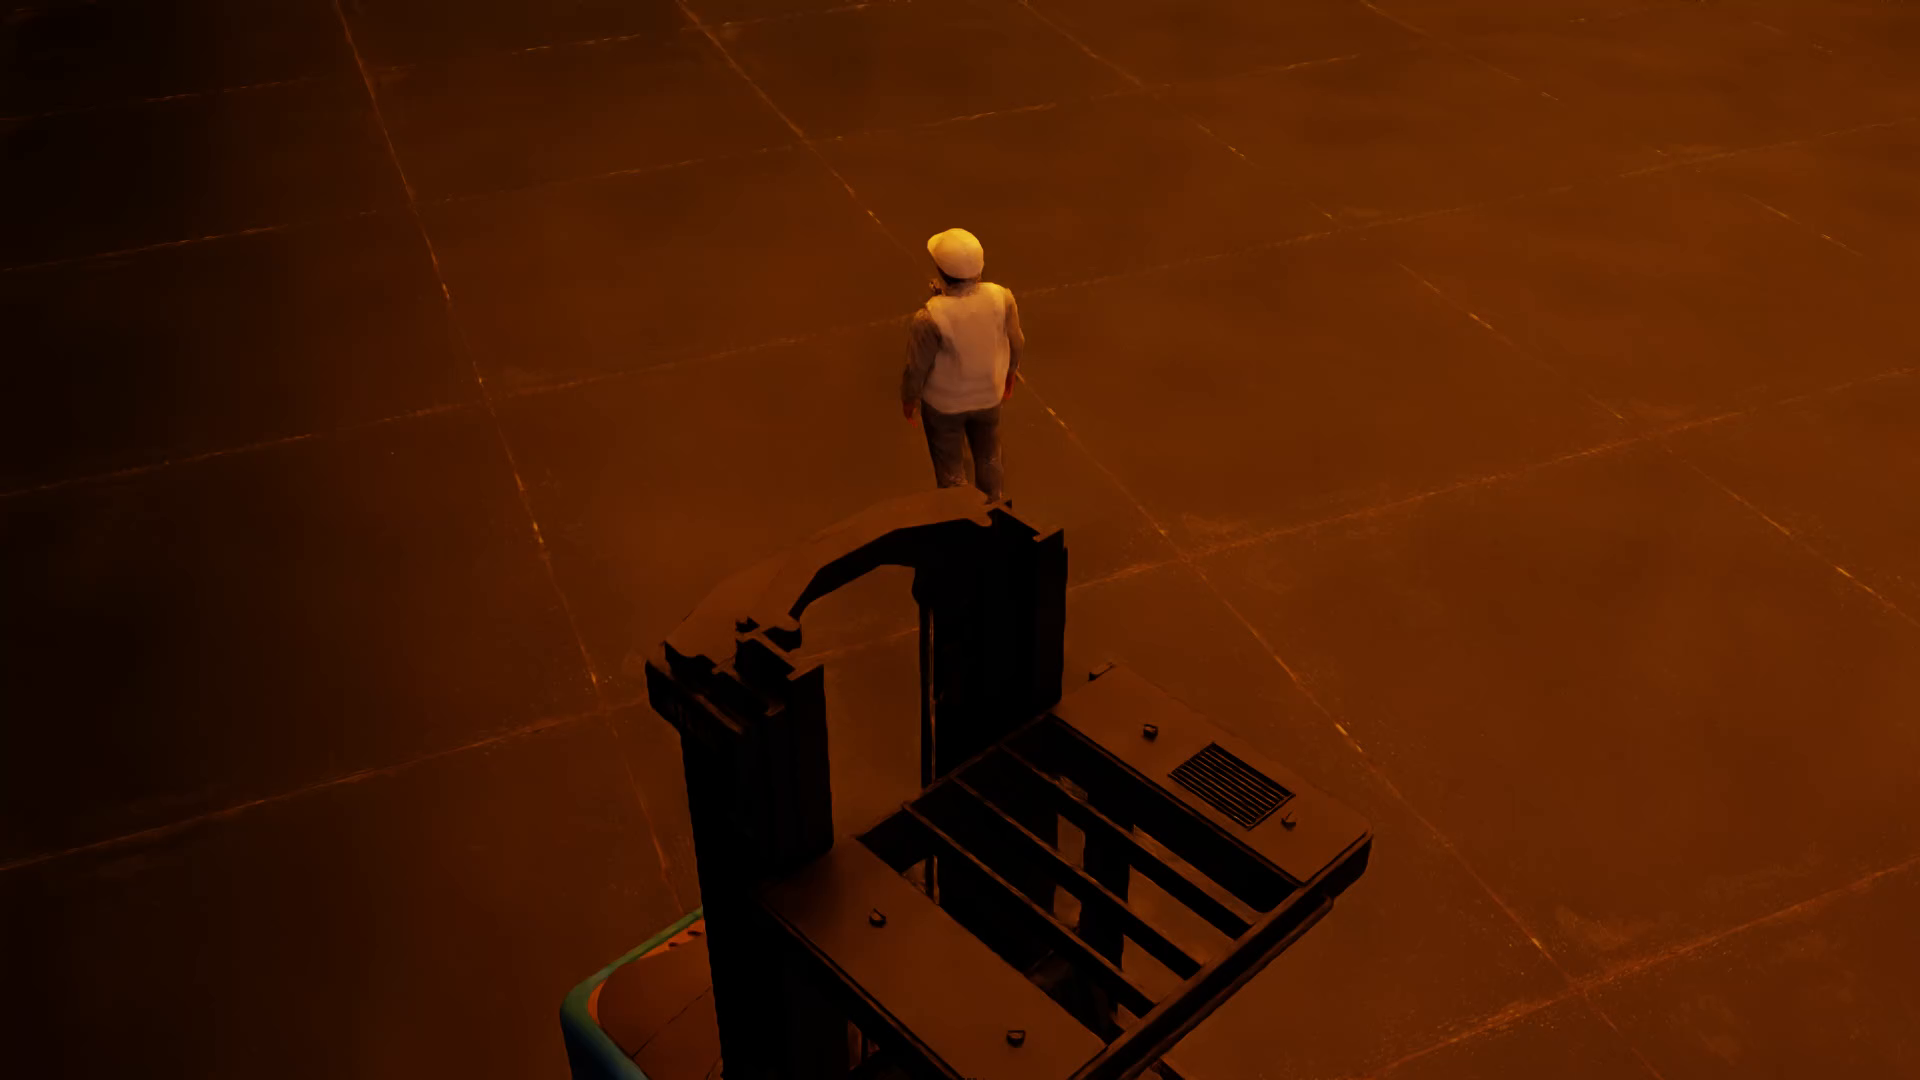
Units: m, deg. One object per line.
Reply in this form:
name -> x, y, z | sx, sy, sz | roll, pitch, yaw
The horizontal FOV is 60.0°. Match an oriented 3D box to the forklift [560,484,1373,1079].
forklift -> 0.176, 1.458, 4.049 | 1.130, 2.935, 3.031 | -28, 44, -34

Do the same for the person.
person -> -0.017, -0.764, 8.159 | 0.632, 1.773, 0.567 | -14, 38, -19
